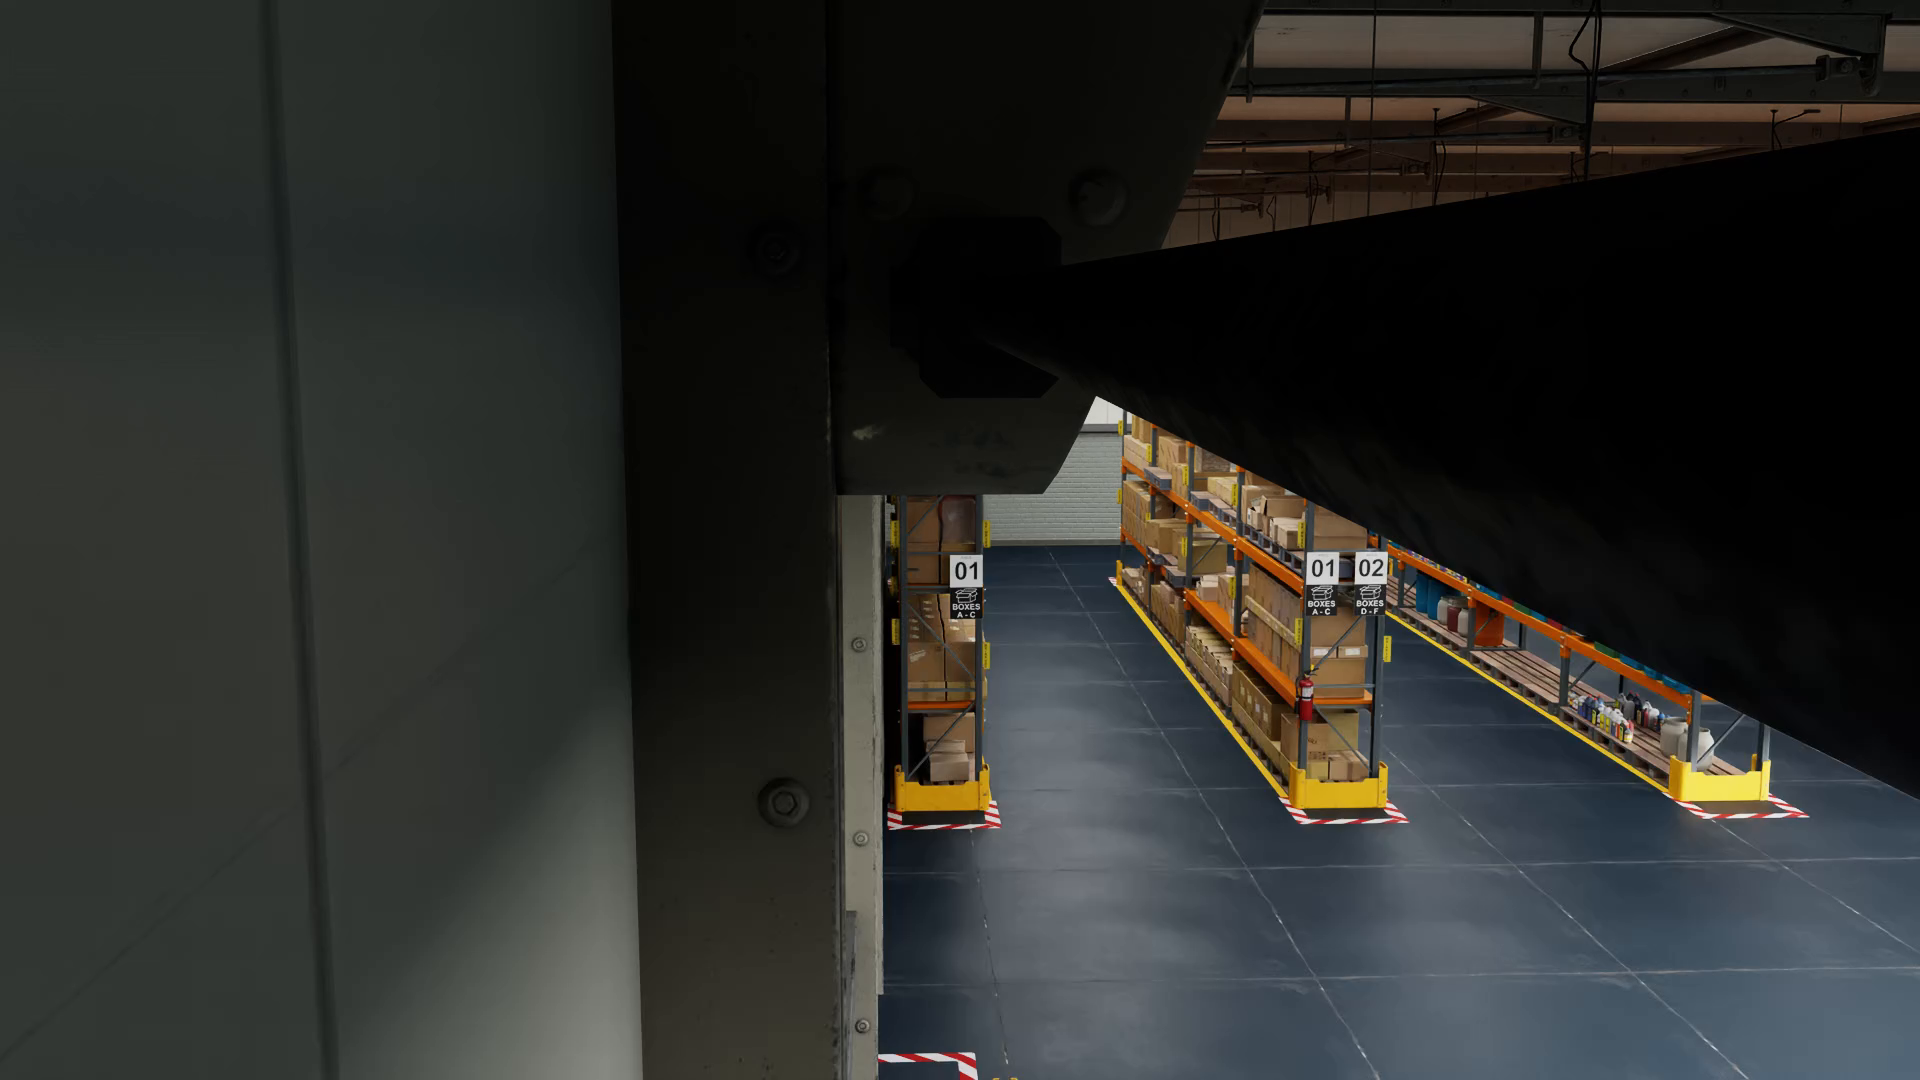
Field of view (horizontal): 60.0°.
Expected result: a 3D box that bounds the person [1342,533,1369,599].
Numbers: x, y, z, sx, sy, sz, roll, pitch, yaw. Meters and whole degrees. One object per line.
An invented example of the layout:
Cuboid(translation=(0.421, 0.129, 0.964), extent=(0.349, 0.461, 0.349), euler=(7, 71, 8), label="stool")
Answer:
Cuboid(translation=(8.023, 0.411, 34.256), extent=(0.678, 1.777, 0.619), euler=(-1, 9, -8), label="person")
